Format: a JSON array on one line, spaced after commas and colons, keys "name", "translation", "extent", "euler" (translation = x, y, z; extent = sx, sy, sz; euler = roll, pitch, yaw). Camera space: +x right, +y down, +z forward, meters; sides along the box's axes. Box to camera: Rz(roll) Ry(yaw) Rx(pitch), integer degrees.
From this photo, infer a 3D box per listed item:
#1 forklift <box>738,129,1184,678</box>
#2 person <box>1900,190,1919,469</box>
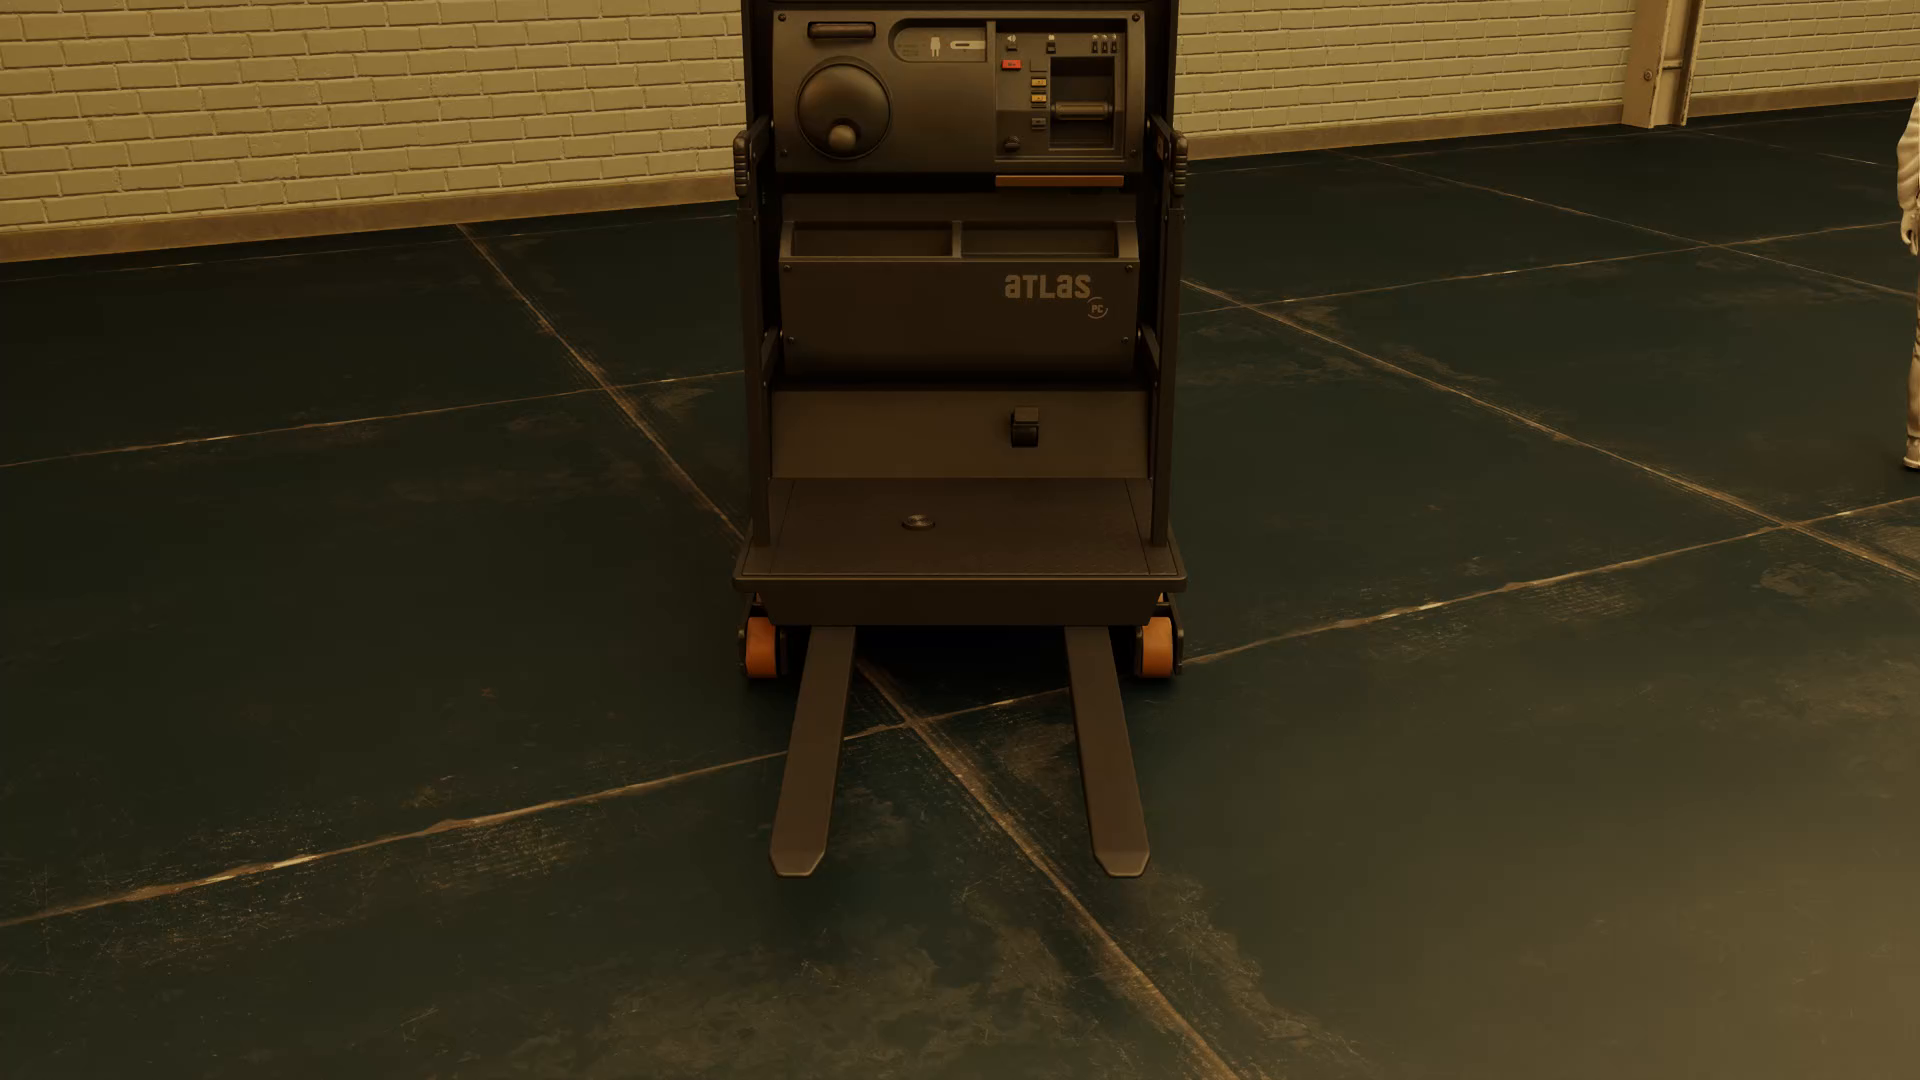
[{"name": "forklift", "translation": [0.000, -1.294, 4.484], "extent": [1.129, 2.867, 1.939], "euler": [0, 23, 0]}, {"name": "person", "translation": [3.361, -1.021, 5.392], "extent": [0.500, 1.654, 0.570], "euler": [-13, 26, -29]}]
